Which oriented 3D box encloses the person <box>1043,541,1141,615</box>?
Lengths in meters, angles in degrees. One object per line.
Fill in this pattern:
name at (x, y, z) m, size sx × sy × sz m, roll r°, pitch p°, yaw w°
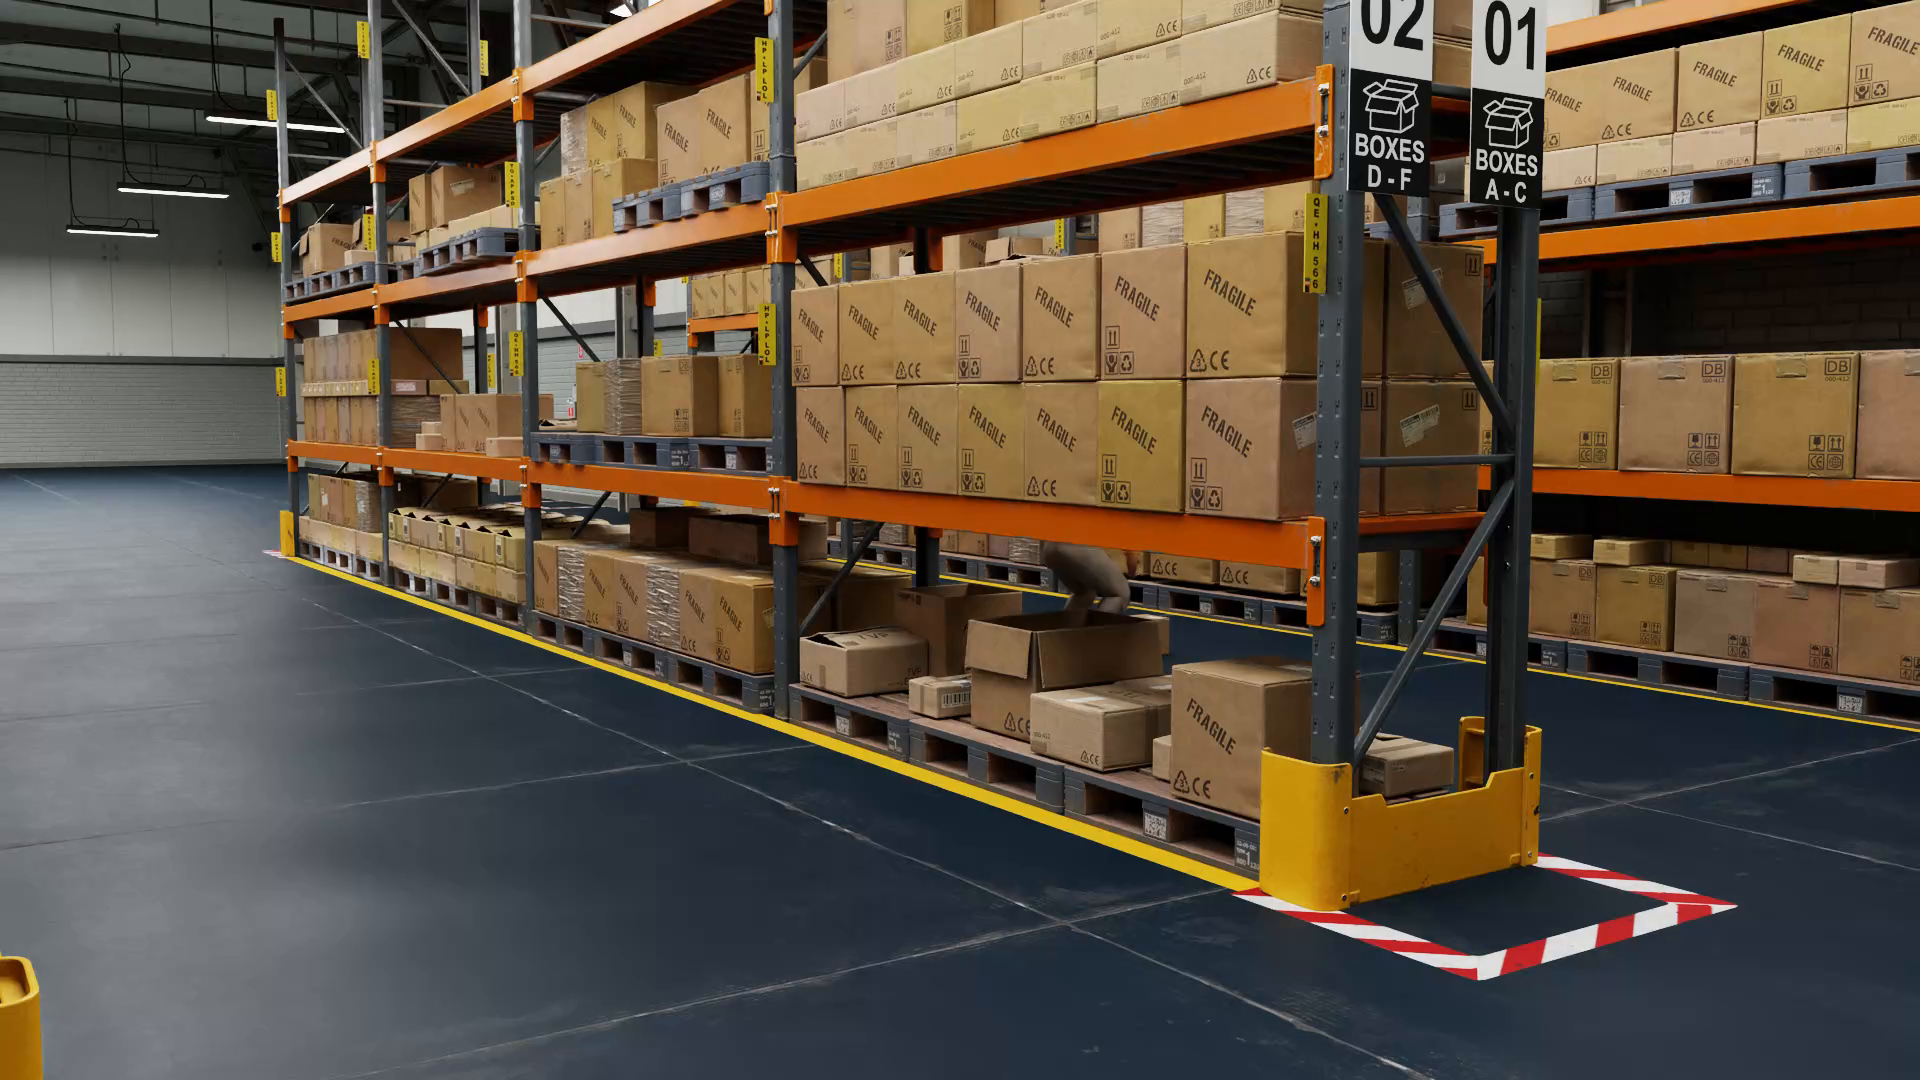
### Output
person at (0.888, 0.073, 11.205) m, size 0.615 × 1.466 × 0.588 m, roll -3°, pitch 6°, yaw -33°
